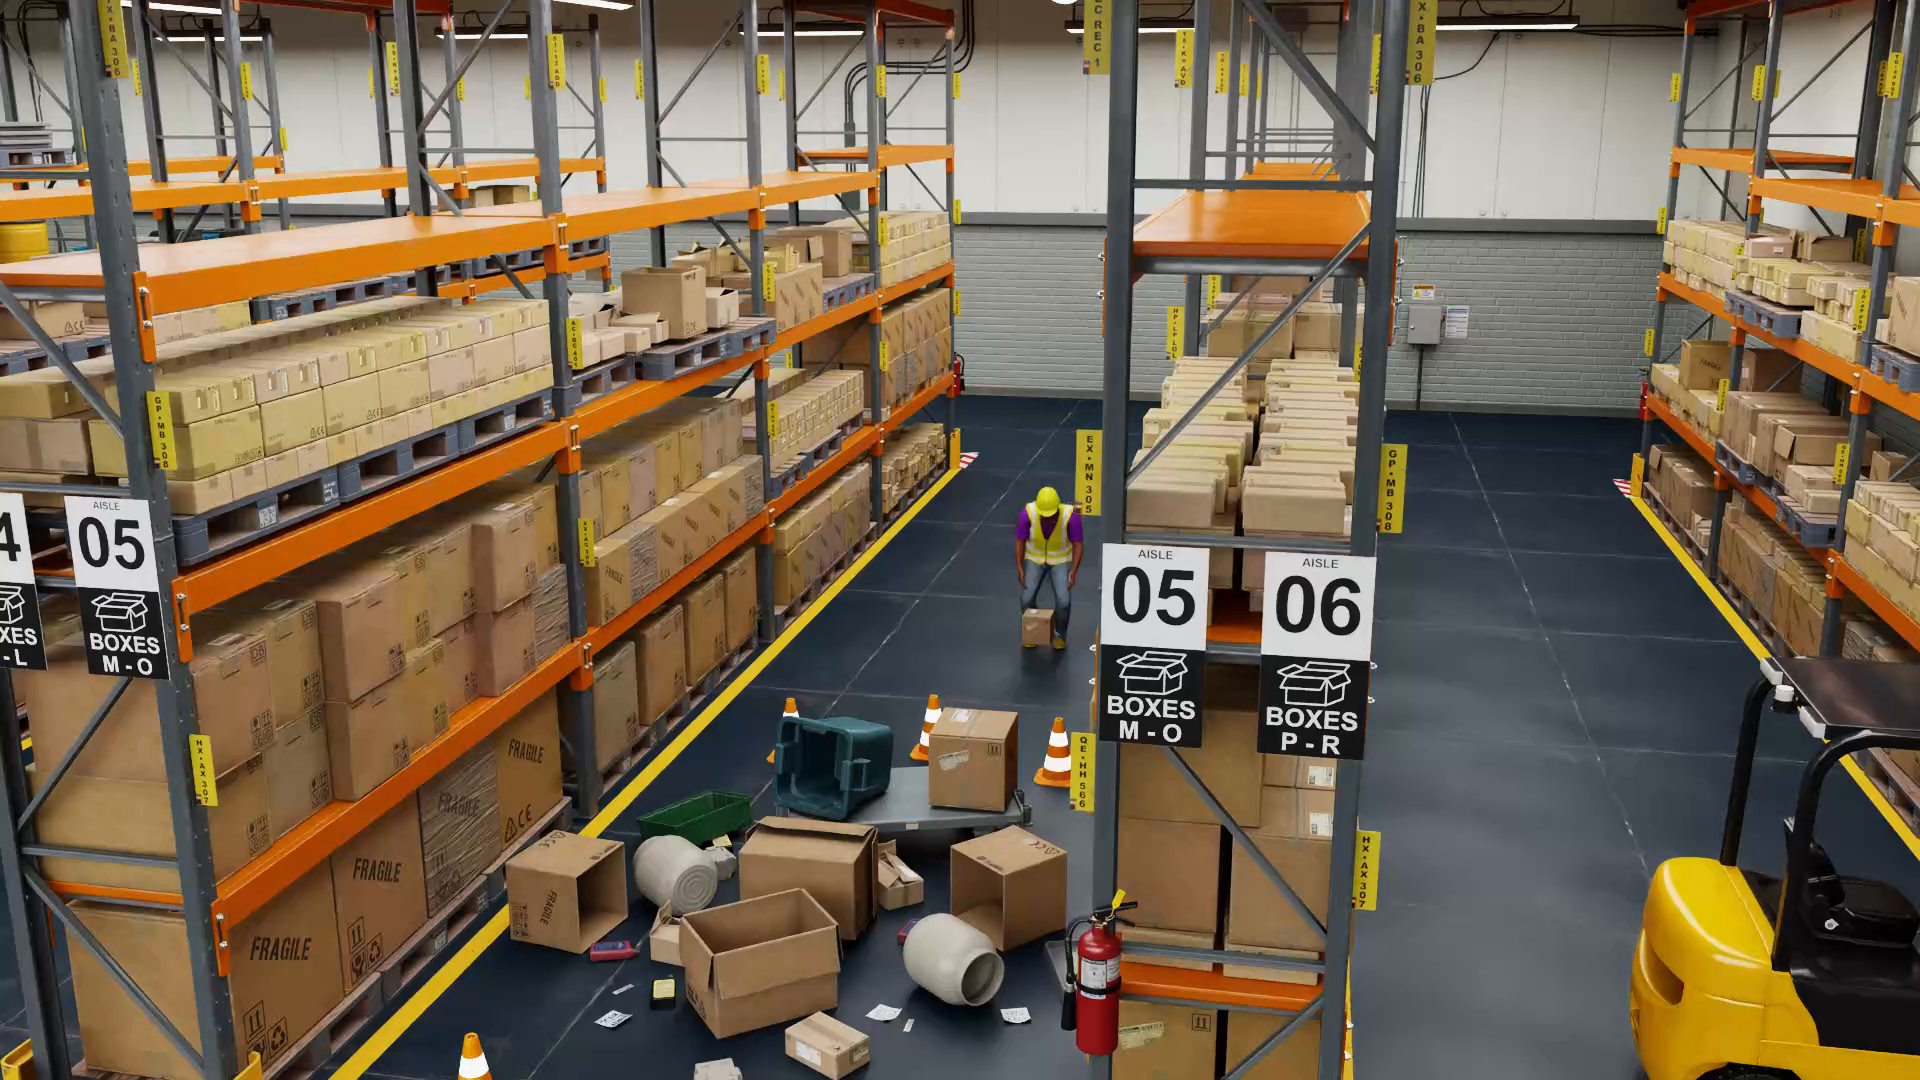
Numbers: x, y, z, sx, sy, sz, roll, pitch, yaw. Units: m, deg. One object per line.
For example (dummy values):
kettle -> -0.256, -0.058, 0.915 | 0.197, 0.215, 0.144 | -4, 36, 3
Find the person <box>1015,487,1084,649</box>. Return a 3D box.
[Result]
person -> 0.812, 0.230, 15.025 | 0.625, 1.543, 0.666 | 3, 15, 12
